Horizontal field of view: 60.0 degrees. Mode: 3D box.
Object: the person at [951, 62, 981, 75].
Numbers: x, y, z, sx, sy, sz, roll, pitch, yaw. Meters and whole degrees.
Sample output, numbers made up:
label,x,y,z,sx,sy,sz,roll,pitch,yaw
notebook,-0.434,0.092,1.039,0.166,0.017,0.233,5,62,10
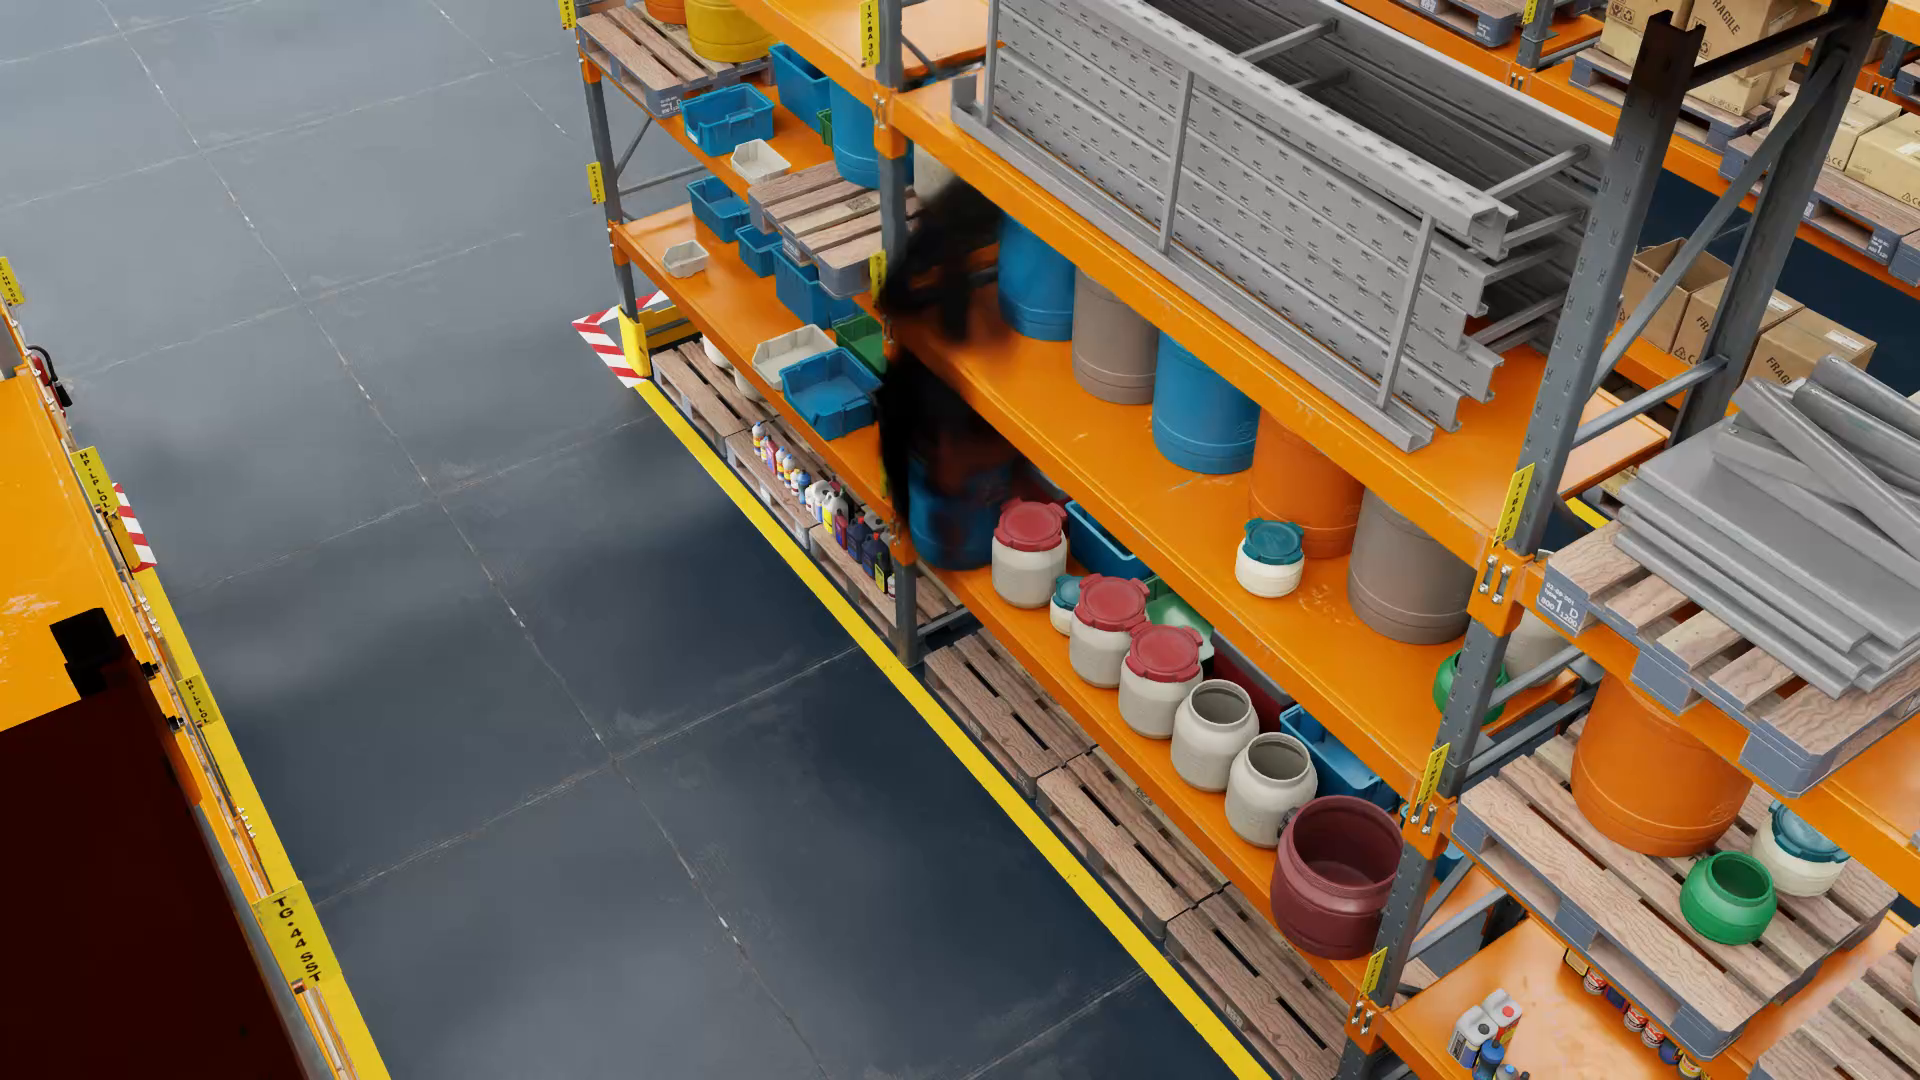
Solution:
label,x,y,z,sx,sy,sz,roll,pitch,yaw
person,-0.274,-4.945,15.813,0.996,1.744,0.719,-7,43,-8
